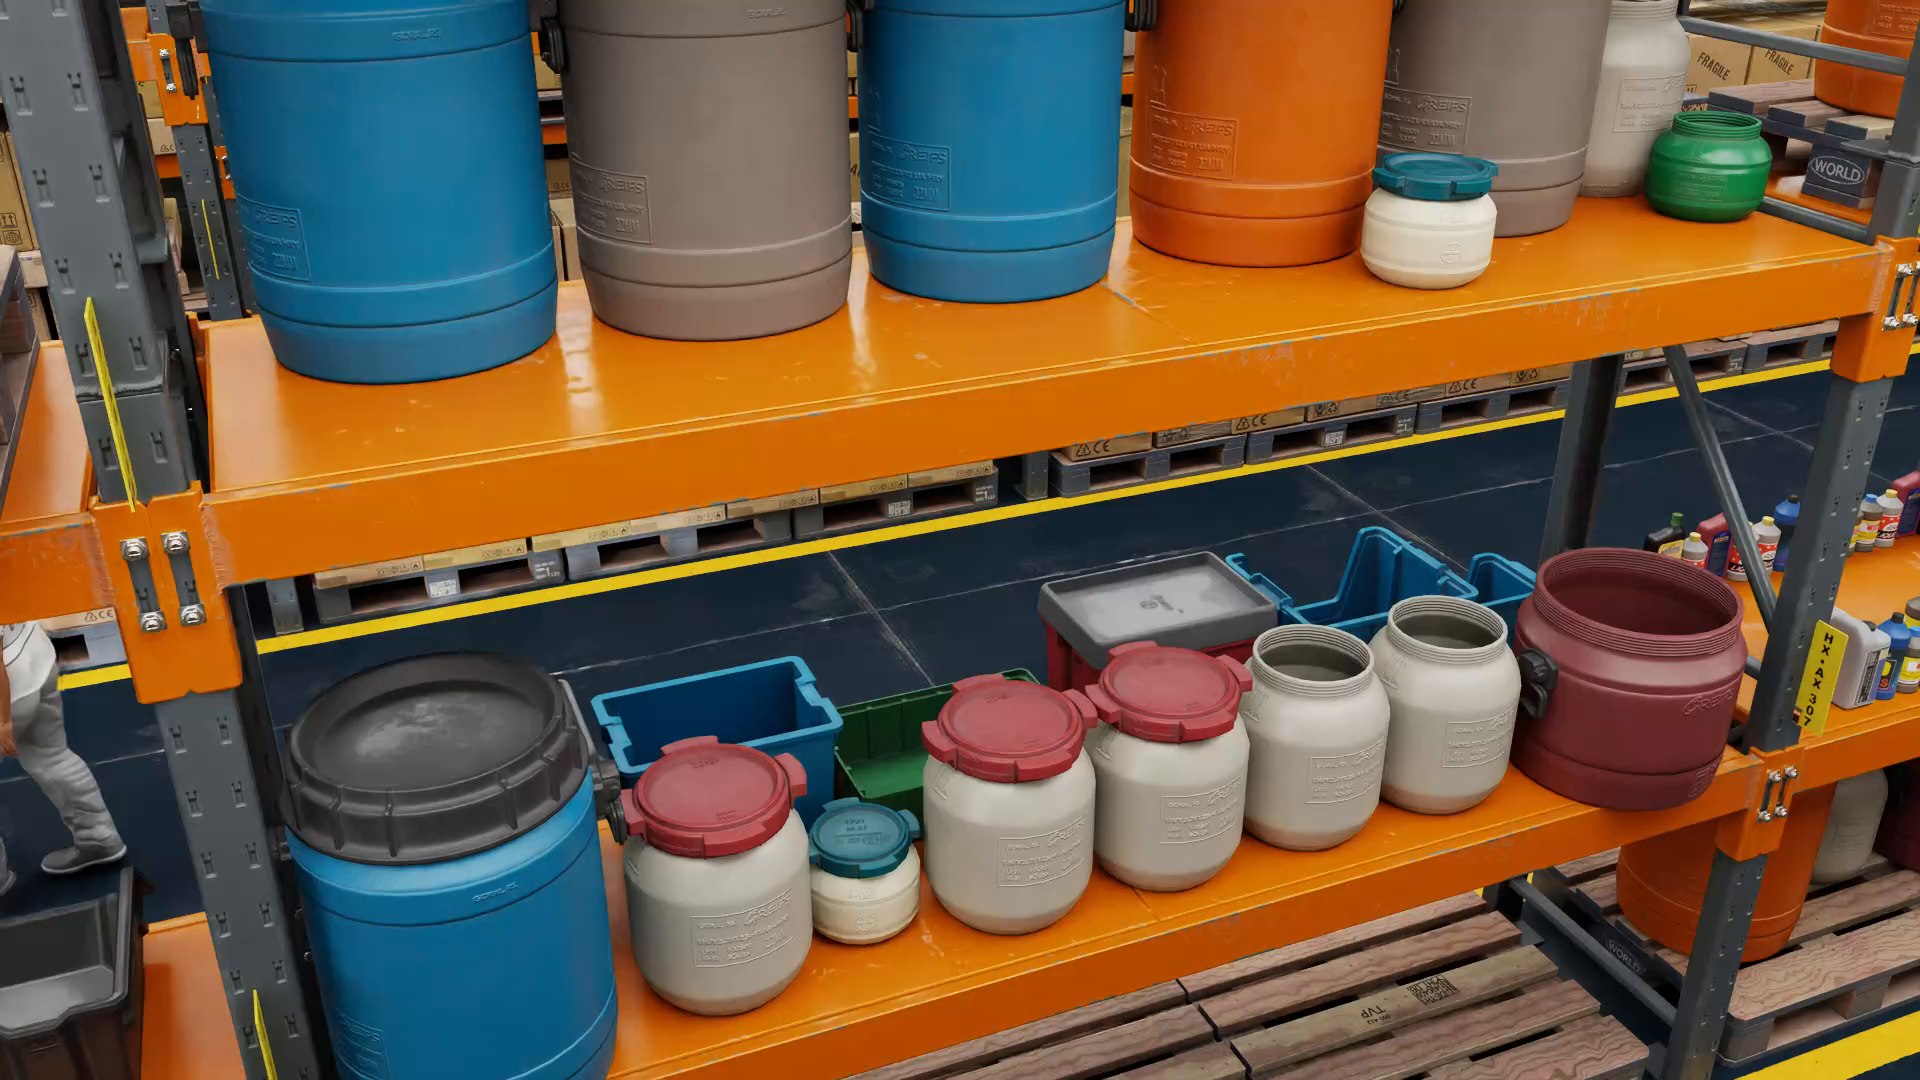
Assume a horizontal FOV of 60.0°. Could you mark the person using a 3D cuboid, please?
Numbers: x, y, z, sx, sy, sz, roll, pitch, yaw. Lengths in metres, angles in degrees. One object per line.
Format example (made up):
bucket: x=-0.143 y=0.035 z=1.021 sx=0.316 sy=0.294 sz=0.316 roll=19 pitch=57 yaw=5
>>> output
person: x=-3.498 y=0.572 z=5.987 sx=0.605 sy=1.734 sz=0.514 roll=-5 pitch=27 yaw=-10
